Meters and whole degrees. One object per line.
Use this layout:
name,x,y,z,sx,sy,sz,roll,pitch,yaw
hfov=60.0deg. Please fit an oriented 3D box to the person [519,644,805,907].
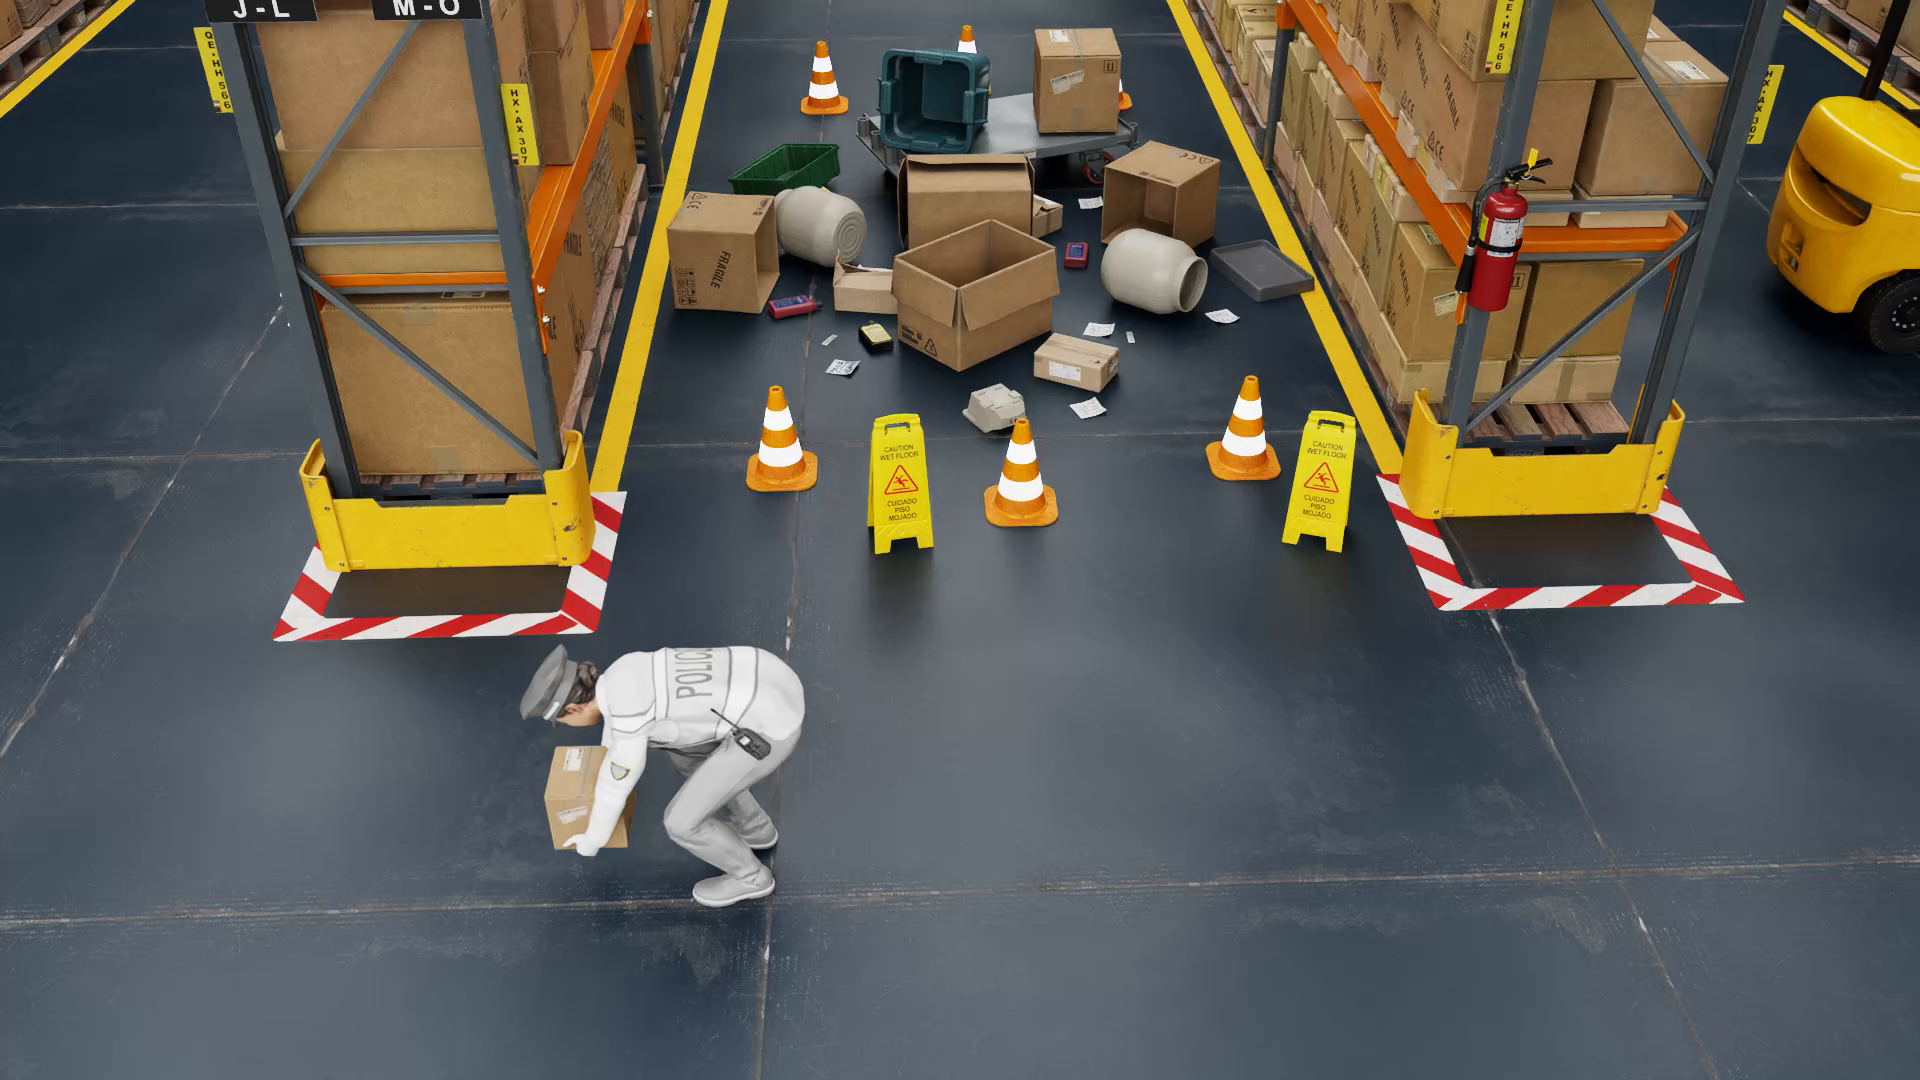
person,-0.975,0.765,5.630,0.921,1.019,0.462,-3,36,-4
